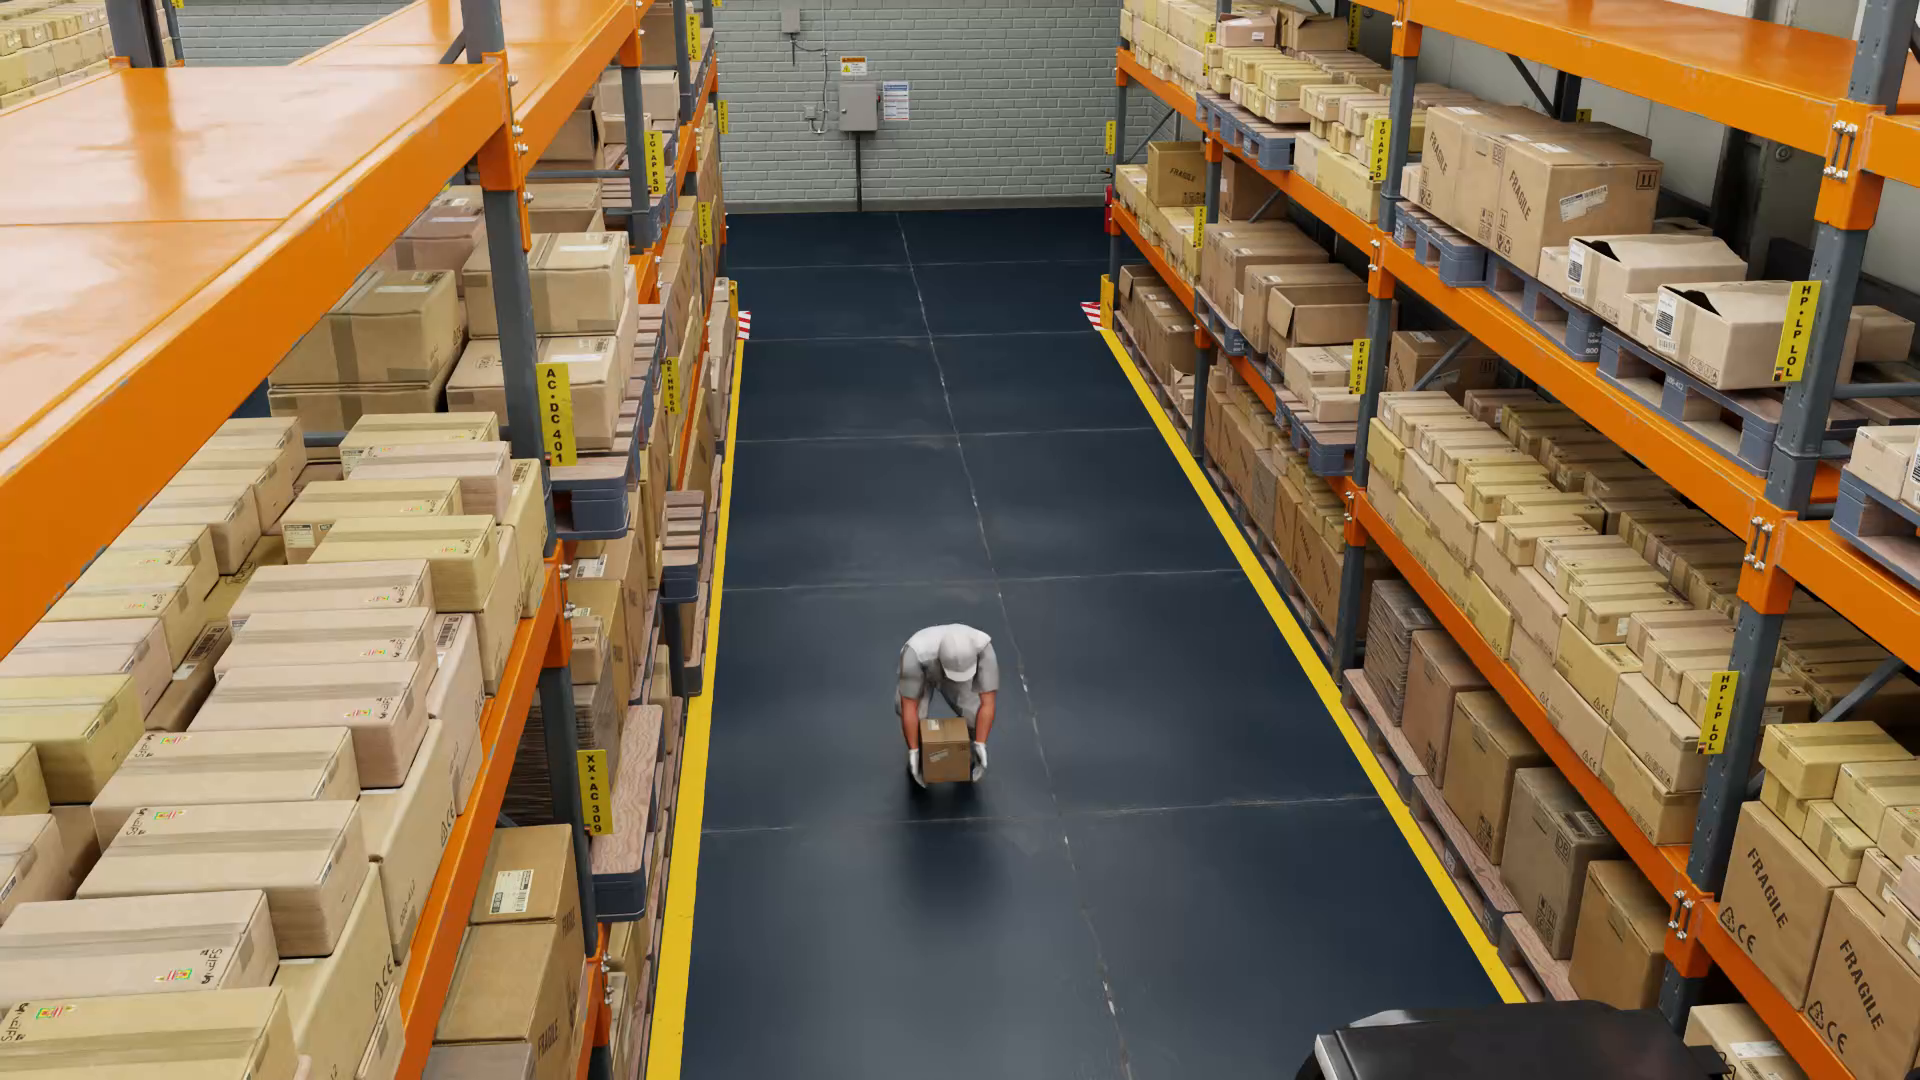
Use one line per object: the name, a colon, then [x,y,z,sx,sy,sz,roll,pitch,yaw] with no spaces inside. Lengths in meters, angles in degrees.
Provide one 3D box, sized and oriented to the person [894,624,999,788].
person: [-0.079,0.828,9.155,0.567,1.006,0.881,-2,24,-5]
